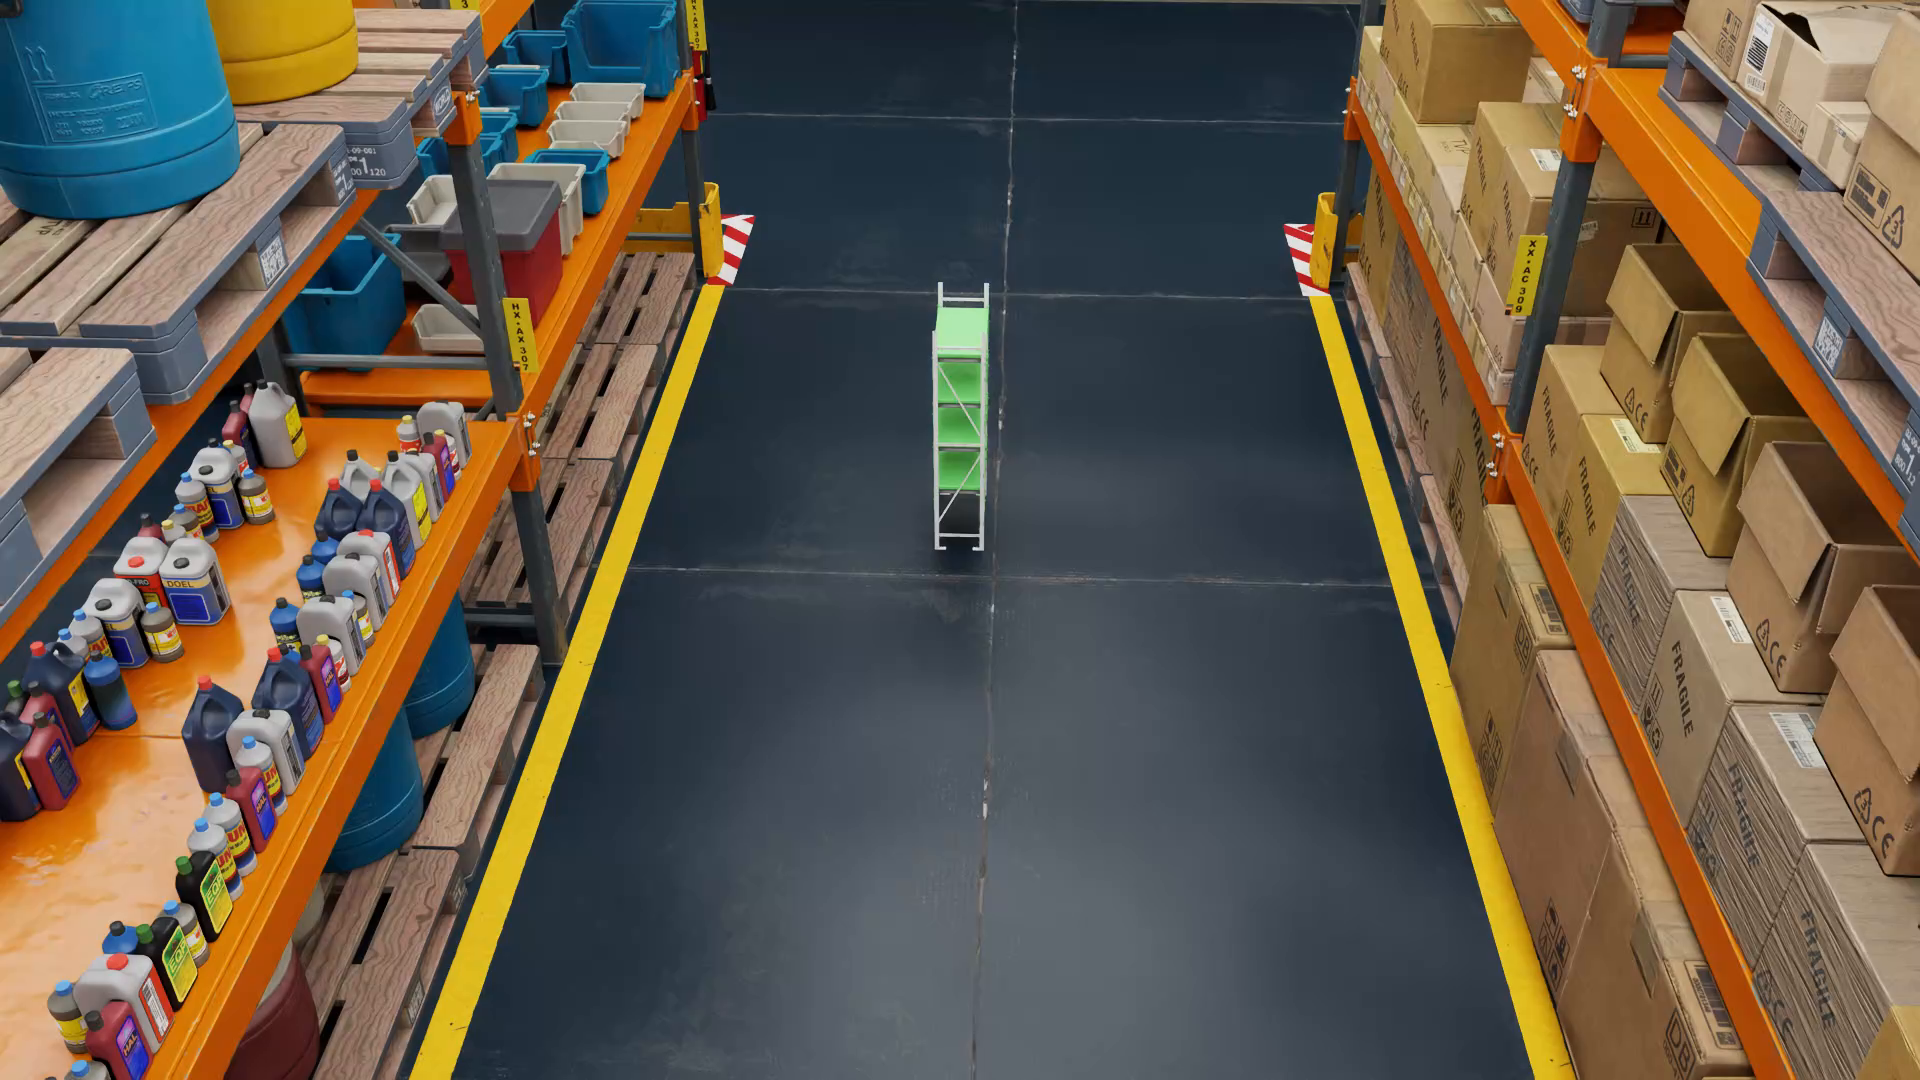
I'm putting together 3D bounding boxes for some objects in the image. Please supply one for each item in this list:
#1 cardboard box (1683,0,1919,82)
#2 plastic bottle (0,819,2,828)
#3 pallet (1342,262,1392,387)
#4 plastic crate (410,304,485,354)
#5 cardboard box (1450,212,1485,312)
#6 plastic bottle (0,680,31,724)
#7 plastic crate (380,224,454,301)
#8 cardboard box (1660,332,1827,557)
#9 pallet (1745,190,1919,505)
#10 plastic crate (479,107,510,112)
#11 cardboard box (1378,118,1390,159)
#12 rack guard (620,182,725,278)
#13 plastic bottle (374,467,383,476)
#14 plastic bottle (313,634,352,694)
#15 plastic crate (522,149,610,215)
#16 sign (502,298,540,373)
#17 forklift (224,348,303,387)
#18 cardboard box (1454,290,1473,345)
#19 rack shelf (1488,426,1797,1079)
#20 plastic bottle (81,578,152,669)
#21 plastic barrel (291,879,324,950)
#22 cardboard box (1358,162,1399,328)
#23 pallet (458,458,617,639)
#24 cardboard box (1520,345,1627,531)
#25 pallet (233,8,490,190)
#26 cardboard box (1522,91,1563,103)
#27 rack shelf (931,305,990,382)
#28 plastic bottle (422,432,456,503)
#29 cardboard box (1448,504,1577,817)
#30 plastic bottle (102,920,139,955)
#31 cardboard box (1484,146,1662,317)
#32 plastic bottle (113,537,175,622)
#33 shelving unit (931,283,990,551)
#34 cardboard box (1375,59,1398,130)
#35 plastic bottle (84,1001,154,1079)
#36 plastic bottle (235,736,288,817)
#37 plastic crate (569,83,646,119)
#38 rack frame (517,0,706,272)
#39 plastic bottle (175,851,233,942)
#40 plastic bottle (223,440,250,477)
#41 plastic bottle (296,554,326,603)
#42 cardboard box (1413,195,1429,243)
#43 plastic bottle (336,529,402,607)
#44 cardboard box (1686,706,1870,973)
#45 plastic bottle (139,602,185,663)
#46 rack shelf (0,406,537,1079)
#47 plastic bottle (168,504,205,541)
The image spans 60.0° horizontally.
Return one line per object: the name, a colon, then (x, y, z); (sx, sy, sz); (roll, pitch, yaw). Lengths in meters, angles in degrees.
cardboard box: (2.659, -1.696, 4.994); (0.700, 0.500, 0.500); (2, 35, 3)
plastic bottle: (-2.801, 0.743, 4.686); (0.061, 0.283, 0.133); (1, 35, 2)
pallet: (2.879, -1.286, 9.896); (1.003, 0.211, 1.213); (1, 35, 2)
plastic crate: (-2.115, -0.885, 7.078); (0.396, 0.136, 0.243); (1, 35, 2)
cardboard box: (2.447, -1.207, 7.231); (0.500, 0.250, 0.500); (2, 35, 3)
plastic bottle: (-2.788, 0.560, 4.946); (0.061, 0.283, 0.133); (1, 35, 2)
plastic crate: (-2.500, -1.266, 7.629); (0.437, 0.125, 0.590); (1, 35, 2)
cardboard box: (2.616, -0.280, 5.080); (0.797, 0.503, 0.637); (2, 35, 2)
pallet: (2.527, -0.455, 3.845); (1.003, 0.211, 1.213); (3, 35, 4)
plastic crate: (-2.577, -2.213, 8.967); (0.250, 0.136, 0.298); (1, 35, 2)
cardboard box: (2.461, -2.144, 8.911); (0.380, 0.149, 0.250); (1, 35, 1)
rack guard: (-2.128, -1.994, 10.652); (1.175, 0.500, 0.348); (1, 35, 2)
plastic bottle: (-2.109, -0.171, 6.058); (0.097, 0.201, 0.097); (0, 35, 0)
plastic bottle: (-1.996, 0.388, 5.261); (0.097, 0.201, 0.097); (0, 35, 0)
plastic crate: (-1.942, -1.773, 8.257); (0.416, 0.233, 0.300); (1, 35, 2)
sign: (-1.727, -0.804, 6.544); (0.100, 0.325, 0.005); (1, 35, 2)
forklift: (-5.147, -2.259, 8.916); (3.031, 2.935, 1.130); (-4, 35, -5)
cardboard box: (2.378, -0.965, 7.233); (0.380, 0.149, 0.250); (1, 35, 1)
rack shelf: (2.592, 0.854, 5.052); (1.077, 0.370, 4.000); (1, 35, 2)
plastic bottle: (-2.722, 0.269, 5.367); (0.152, 0.276, 0.135); (1, 35, 2)
plastic barrel: (-2.456, 1.183, 5.756); (0.421, 0.512, 0.421); (0, 35, 0)
cardboard box: (2.888, -1.821, 9.715); (0.875, 0.875, 0.875); (1, 35, 2)
pallet: (-2.285, 0.013, 8.048); (1.003, 0.211, 1.213); (1, 35, 2)
cardboard box: (2.404, -0.372, 6.084); (0.500, 0.500, 0.500); (1, 35, 2)
pallet: (-2.210, -1.402, 5.191); (1.213, 0.211, 1.003); (1, 35, 2)
cardboard box: (3.038, -2.080, 8.473); (0.500, 0.250, 0.500); (0, 35, 0)
rack shelf: (0.007, -0.926, 7.801); (0.258, 0.148, 0.480); (1, 35, 2)
plastic bottle: (-1.933, -0.289, 6.153); (0.061, 0.283, 0.133); (1, 35, 2)
cardboard box: (2.667, 0.476, 6.447); (1.225, 0.875, 0.875); (1, 35, 2)
plastic bottle: (-2.107, 1.072, 4.228); (0.097, 0.271, 0.097); (0, 35, 0)
cardboard box: (2.424, -1.227, 6.607); (0.500, 0.500, 0.500); (2, 35, 3)
plastic bottle: (-2.713, 0.136, 5.556); (0.152, 0.276, 0.135); (1, 35, 2)
shelving unit: (0.007, -0.586, 8.040); (0.258, 1.200, 0.503); (1, 35, 2)
cardboard box: (2.530, -2.380, 8.899); (0.500, 0.250, 0.500); (1, 35, 1)
plastic bottle: (-2.038, 1.213, 4.017); (0.061, 0.283, 0.133); (1, 35, 2)
plastic bottle: (-2.018, 0.676, 4.792); (0.097, 0.271, 0.097); (0, 35, 0)
plastic crate: (-1.967, -2.446, 9.299); (0.396, 0.136, 0.243); (1, 35, 2)
rack frame: (-2.116, -3.002, 9.913); (1.000, 3.000, 0.127); (1, 35, 2)
plastic bottle: (-2.018, 0.926, 4.425); (0.061, 0.283, 0.133); (1, 35, 2)
plastic bottle: (-2.709, -0.279, 6.211); (0.097, 0.201, 0.097); (0, 35, 0)
plastic bottle: (-2.135, 0.167, 5.515); (0.097, 0.271, 0.097); (0, 35, 0)
cardboard box: (2.420, -1.554, 8.071); (0.380, 0.149, 0.250); (2, 35, 3)
plastic bottle: (-2.004, 0.080, 5.635); (0.152, 0.276, 0.135); (1, 35, 2)
cardboard box: (2.328, 0.793, 4.425); (0.500, 0.500, 0.500); (0, 35, 0)
plastic bottle: (-2.597, 0.292, 5.399); (0.097, 0.201, 0.097); (0, 35, 0)
rack shelf: (-2.357, 0.739, 5.215); (1.077, 0.370, 4.000); (1, 35, 2)
plastic bottle: (-2.726, -0.034, 5.862); (0.097, 0.201, 0.097); (0, 35, 0)
